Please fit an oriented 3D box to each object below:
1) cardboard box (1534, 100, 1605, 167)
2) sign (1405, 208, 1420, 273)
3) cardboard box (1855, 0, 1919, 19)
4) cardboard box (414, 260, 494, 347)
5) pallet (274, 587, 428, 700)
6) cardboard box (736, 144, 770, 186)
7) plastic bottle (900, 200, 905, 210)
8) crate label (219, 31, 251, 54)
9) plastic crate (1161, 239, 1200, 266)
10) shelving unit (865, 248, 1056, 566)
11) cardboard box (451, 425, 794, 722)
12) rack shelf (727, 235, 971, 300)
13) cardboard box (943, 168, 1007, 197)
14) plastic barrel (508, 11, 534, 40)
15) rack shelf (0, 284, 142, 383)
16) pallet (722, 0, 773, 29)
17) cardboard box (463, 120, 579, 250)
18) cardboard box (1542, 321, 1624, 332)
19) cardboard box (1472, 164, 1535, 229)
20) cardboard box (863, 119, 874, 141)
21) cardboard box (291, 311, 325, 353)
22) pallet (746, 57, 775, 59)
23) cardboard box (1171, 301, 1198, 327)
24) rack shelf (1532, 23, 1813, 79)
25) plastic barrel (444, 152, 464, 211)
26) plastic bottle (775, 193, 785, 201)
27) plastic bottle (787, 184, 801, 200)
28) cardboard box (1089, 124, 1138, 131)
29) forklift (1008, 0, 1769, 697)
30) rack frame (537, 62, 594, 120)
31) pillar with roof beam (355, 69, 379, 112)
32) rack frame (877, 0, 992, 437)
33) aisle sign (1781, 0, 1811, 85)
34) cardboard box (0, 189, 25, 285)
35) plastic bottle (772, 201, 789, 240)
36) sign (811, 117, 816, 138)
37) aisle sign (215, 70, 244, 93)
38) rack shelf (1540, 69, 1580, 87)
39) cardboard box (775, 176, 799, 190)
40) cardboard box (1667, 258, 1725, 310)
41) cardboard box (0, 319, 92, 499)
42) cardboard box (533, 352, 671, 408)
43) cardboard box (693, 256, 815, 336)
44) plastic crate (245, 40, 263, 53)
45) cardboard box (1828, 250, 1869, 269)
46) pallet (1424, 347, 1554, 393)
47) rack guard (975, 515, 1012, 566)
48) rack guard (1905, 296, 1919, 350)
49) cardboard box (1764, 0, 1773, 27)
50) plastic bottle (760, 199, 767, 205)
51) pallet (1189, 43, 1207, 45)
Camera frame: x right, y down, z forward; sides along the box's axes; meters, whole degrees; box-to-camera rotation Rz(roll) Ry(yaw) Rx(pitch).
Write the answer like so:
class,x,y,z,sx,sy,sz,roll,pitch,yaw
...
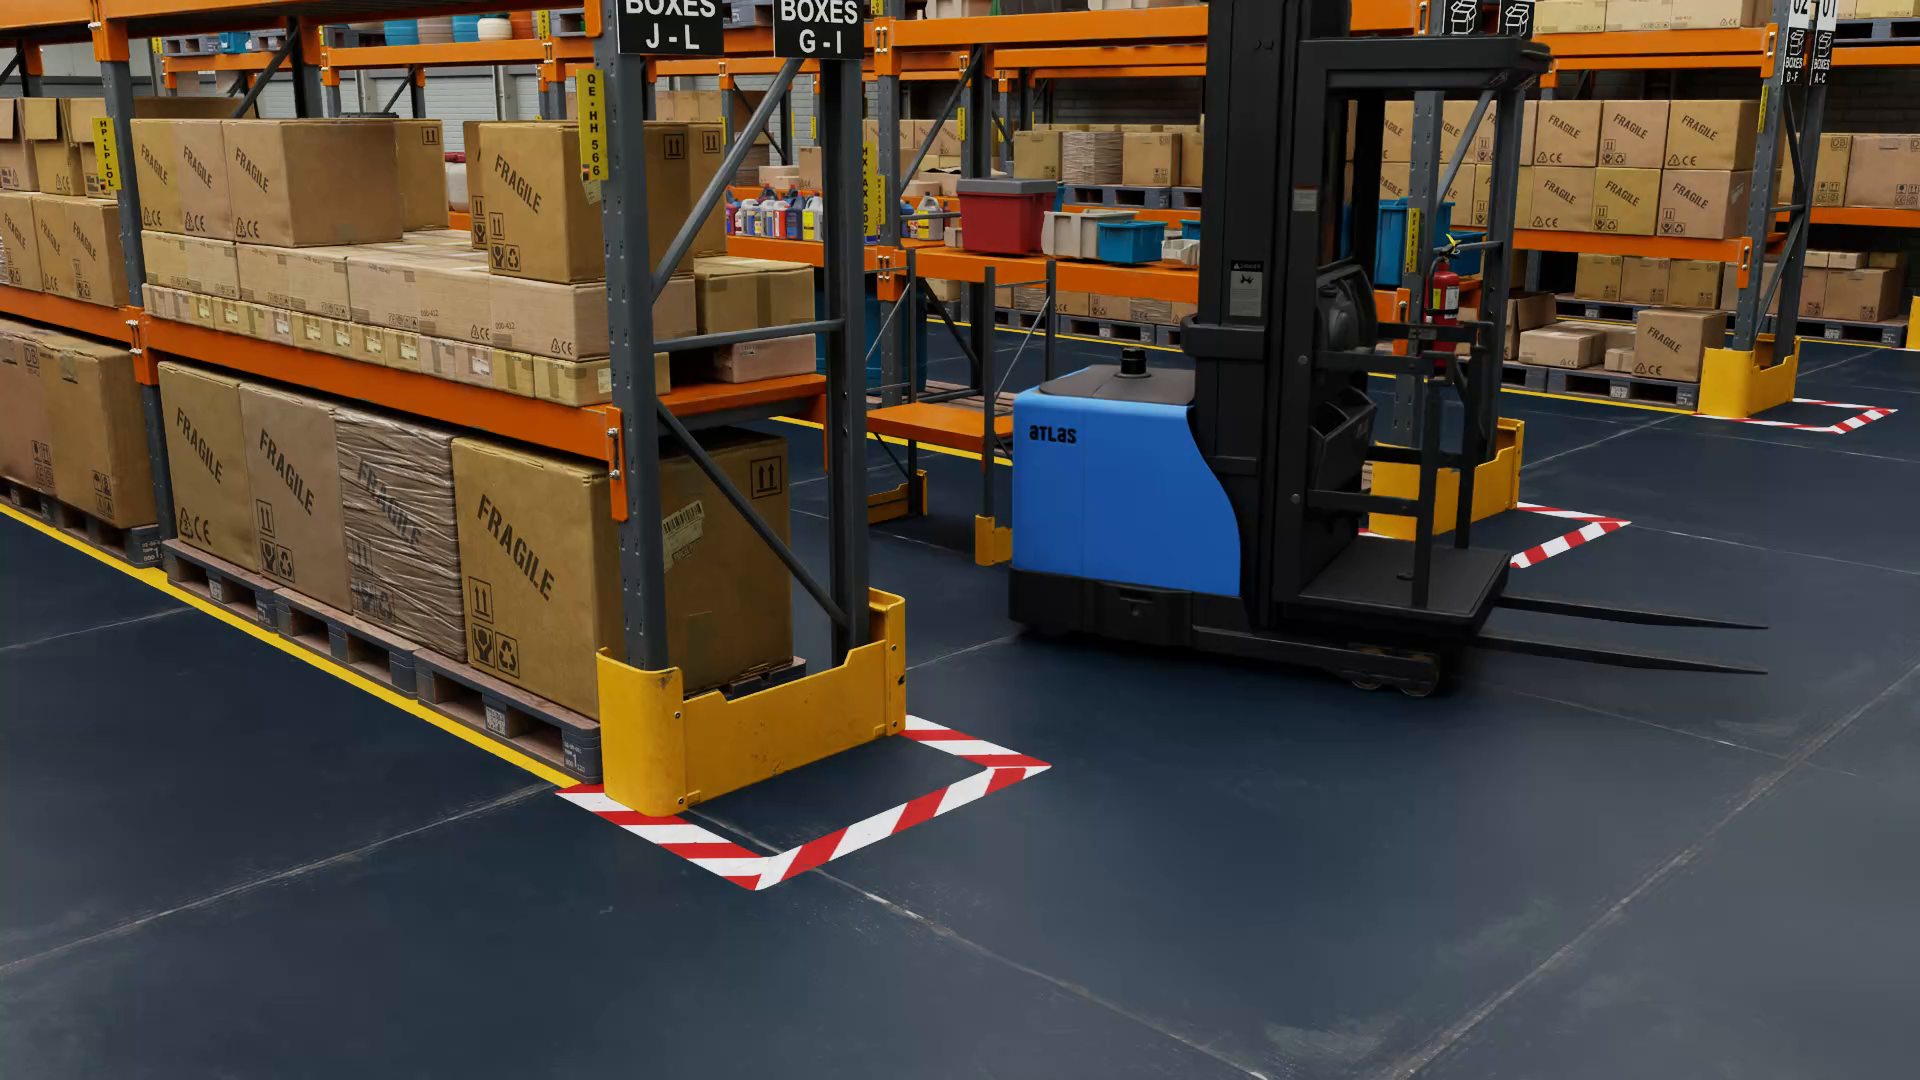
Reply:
class,x,y,z,sx,sy,sz,roll,pitch,yaw
cardboard box,4.904,-3.212,13.129,0.500,0.500,0.500,-14,20,-43
sign,2.345,-1.552,8.614,0.005,0.325,0.100,14,20,42
cardboard box,8.880,-5.084,15.812,0.500,0.250,0.500,-14,20,-42
cardboard box,-1.620,-0.873,6.042,0.500,0.250,0.500,13,20,41
pallet,-2.227,0.334,7.232,1.213,0.211,1.003,14,20,42
cardboard box,-2.806,-4.699,20.818,0.500,0.500,0.700,13,19,41
plastic bottle,-0.496,-2.429,12.553,0.135,0.276,0.152,14,20,42
crate label,-7.685,-5.367,17.929,0.408,0.251,0.502,14,20,42
plastic crate,1.361,-1.733,10.037,0.250,0.136,0.298,14,20,42
shelving unit,-0.055,-0.739,8.794,1.083,1.500,0.587,14,20,42
cardboard box,-1.239,0.051,6.167,0.875,0.875,0.875,14,20,42
rack shelf,-1.604,-2.277,13.149,4.000,0.370,1.077,14,20,42
cardboard box,0.166,-3.902,18.136,0.500,0.311,0.500,-13,19,-41
plastic barrel,-3.955,-4.932,15.112,0.708,0.830,0.600,14,20,42
rack shelf,-5.042,-1.378,9.699,4.000,0.370,1.077,14,20,42
pallet,-1.615,-3.953,12.579,1.213,0.211,1.003,14,20,42
cardboard box,-1.618,-1.421,6.655,0.500,0.500,0.500,13,19,41
cardboard box,5.242,-1.678,14.002,0.500,0.250,0.500,14,20,42
cardboard box,4.551,-2.818,13.599,0.500,0.500,0.500,13,20,41
cardboard box,-1.442,-6.247,25.730,0.500,0.500,0.500,14,20,42
cardboard box,-2.497,-0.870,6.820,0.250,0.149,0.380,13,19,41
pallet,-1.838,-5.781,19.599,1.217,0.209,0.805,13,19,40
cardboard box,2.372,-2.299,15.893,0.500,0.500,0.500,14,20,42
rack shelf,4.716,-3.927,13.533,4.000,0.370,1.077,14,20,42
plastic barrel,-4.859,-3.405,15.783,0.433,0.535,0.433,0,15,0
plastic bottle,-1.447,-2.659,13.418,0.133,0.283,0.061,14,20,42
plastic bottle,-1.319,-2.667,13.316,0.185,0.351,0.144,14,20,42
cardboard box,2.189,-5.431,22.756,0.700,0.500,0.500,-11,18,-37
forklift,1.770,-0.951,6.768,3.031,2.935,1.130,7,16,25
rack frame,-5.362,-5.274,23.224,0.127,3.000,1.000,14,20,42
pillar with roof beam,-16.768,-11.480,35.144,0.400,9.000,9.100,14,20,42
rack frame,-0.164,-2.275,11.715,0.127,3.000,1.000,14,20,42
aisle sign,5.993,-3.664,11.890,0.004,0.787,0.394,14,20,42
cardboard box,-5.218,-1.724,9.399,0.500,0.500,0.500,14,20,42
plastic bottle,-1.298,-2.378,12.355,0.135,0.276,0.152,14,20,42
sign,-2.303,-6.494,26.190,0.005,0.325,0.100,14,20,42
aisle sign,-8.648,-5.700,19.703,0.004,0.787,0.394,14,20,42
rack shelf,5.273,-5.527,19.673,4.000,0.370,1.077,14,20,42
cardboard box,-1.986,-4.260,19.831,0.250,0.149,0.380,14,20,42
cardboard box,7.907,-2.739,17.619,0.700,0.500,0.500,-14,20,-43
cardboard box,-4.721,-0.816,9.495,0.875,0.875,1.225,13,19,40
cardboard box,-1.207,-0.557,5.620,0.380,0.149,0.250,-14,20,-43
cardboard box,-0.881,-0.881,6.070,0.500,0.250,0.500,13,19,41
plastic crate,-7.359,-5.207,17.540,0.396,0.136,0.243,14,20,42
cardboard box,8.800,-2.775,16.470,0.250,0.149,0.380,13,20,42
pallet,4.653,-1.490,14.234,1.213,0.211,1.003,14,20,42
rack guard,0.304,-0.047,8.617,0.087,0.250,0.587,14,20,42
rack guard,9.609,-2.160,16.229,0.348,0.500,1.175,14,20,42
cardboard box,5.963,-3.989,12.640,0.500,0.250,0.500,14,20,42
plastic bottle,-1.489,-2.466,12.701,0.097,0.271,0.097,0,15,0
pallet,2.856,-4.661,15.296,1.003,0.211,1.213,14,20,42
